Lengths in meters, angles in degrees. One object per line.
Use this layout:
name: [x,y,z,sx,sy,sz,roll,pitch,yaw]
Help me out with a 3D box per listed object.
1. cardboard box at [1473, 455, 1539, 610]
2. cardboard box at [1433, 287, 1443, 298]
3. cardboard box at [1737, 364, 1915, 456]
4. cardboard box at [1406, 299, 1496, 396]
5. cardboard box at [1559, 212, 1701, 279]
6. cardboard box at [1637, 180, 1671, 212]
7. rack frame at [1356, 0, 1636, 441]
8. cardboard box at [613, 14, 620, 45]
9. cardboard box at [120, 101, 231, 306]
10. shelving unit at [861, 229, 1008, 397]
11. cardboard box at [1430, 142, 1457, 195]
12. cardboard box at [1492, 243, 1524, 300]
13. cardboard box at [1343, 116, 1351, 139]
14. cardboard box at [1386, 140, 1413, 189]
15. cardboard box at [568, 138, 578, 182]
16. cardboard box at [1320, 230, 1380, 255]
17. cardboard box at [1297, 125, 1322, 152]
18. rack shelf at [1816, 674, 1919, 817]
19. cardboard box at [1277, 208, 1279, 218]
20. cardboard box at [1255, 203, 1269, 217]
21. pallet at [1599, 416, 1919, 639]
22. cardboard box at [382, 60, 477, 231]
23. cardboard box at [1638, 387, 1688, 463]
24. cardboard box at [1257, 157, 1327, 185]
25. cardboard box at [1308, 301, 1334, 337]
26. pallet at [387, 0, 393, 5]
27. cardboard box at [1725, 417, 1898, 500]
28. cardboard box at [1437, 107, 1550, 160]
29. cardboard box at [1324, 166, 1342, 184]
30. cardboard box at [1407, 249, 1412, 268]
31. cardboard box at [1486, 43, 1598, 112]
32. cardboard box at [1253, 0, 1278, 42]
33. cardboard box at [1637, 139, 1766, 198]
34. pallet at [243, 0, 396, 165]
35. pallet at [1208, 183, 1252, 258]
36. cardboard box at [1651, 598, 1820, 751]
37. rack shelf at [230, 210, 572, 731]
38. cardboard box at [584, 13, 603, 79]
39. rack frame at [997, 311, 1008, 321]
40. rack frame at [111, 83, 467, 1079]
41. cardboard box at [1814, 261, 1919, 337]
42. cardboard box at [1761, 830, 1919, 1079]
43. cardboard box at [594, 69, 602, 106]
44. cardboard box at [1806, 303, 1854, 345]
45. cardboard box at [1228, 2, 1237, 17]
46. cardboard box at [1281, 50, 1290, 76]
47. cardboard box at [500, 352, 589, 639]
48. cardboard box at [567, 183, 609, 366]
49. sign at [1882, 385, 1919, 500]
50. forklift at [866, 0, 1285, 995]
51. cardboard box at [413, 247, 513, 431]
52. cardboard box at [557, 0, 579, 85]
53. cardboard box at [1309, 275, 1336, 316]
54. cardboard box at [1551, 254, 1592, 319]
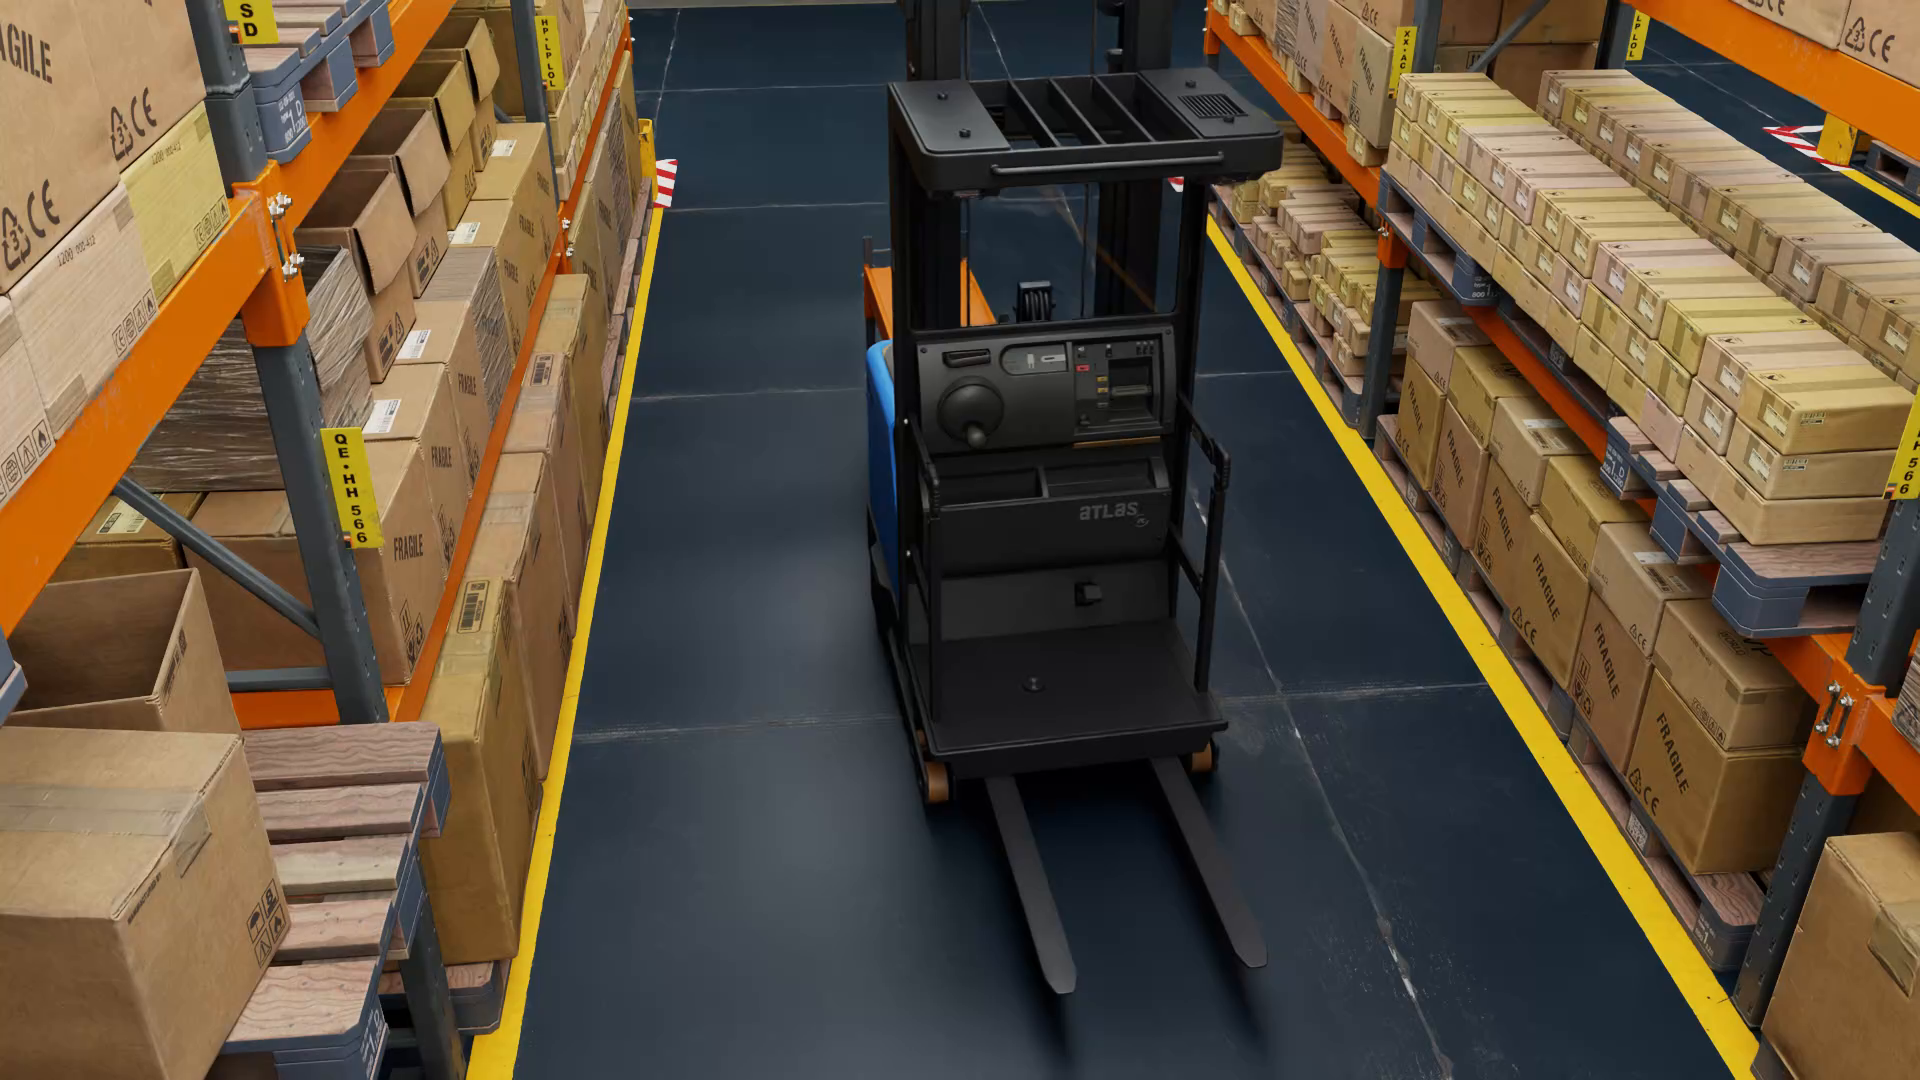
cardboard box: [2.499,-0.036,6.913,0.500,0.500,0.500,-2,31,-4]
cardboard box: [2.752,-1.265,9.023,0.380,0.149,0.250,-3,31,-4]
cardboard box: [2.452,-0.370,4.699,0.380,0.149,0.250,-4,31,-7]
cardboard box: [2.386,-0.895,7.620,0.500,0.250,0.500,-4,31,-7]
cardboard box: [2.333,-1.030,5.804,0.380,0.149,0.250,-1,31,-2]
cardboard box: [2.913,-1.329,6.595,0.380,0.149,0.250,-4,31,-7]
rack frame: [2.580,-1.856,7.932,1.000,3.000,0.127,-3,31,-5]
cardboard box: [-2.331,-3.177,10.388,0.380,0.149,0.250,-3,31,-4]
cardboard box: [-1.705,-0.620,3.084,0.500,0.250,0.500,-3,31,-4]
shelving unit: [-0.129,-0.740,7.893,0.538,1.125,1.048,-5,31,-9]
cardboard box: [2.210,-1.569,6.997,0.380,0.149,0.250,-2,31,-3]
cardboard box: [2.287,-1.039,6.399,0.380,0.149,0.250,-3,31,-5]
cardboard box: [2.223,-2.148,8.666,0.380,0.149,0.250,-2,31,-3]
cardboard box: [2.159,-1.705,7.515,0.380,0.149,0.250,-4,31,-7]
cardboard box: [-2.088,-1.863,8.189,0.380,0.149,0.250,-4,31,-6]
cardboard box: [2.248,-1.628,9.341,0.380,0.149,0.250,-2,31,-3]
cardboard box: [2.475,-2.721,11.170,0.380,0.149,0.250,-2,31,-4]
rack shelf: [3.141,1.516,2.988,1.077,0.370,4.000,-3,31,-5]
cardboard box: [2.182,-2.035,10.313,0.380,0.149,0.250,-1,31,-2]
cardboard box: [2.106,-2.054,10.634,0.380,0.149,0.250,-3,31,-4]
pallet: [2.782,-0.090,5.162,1.213,0.211,1.003,-3,31,-5]
cardboard box: [-2.247,-1.467,6.205,0.797,0.503,0.637,-2,31,-4]
cardboard box: [2.405,-0.374,5.286,0.380,0.149,0.250,-2,31,-4]
cardboard box: [2.081,-2.292,10.452,0.380,0.149,0.250,-2,31,-3]
cardboard box: [2.175,-1.265,9.312,0.380,0.149,0.250,-4,31,-6]
pallet: [-2.214,-1.731,4.982,1.003,0.211,1.213,-1,31,-2]
cardboard box: [2.455,-0.244,4.779,0.380,0.149,0.250,-2,31,-4]
cardboard box: [2.213,-1.687,6.905,0.380,0.149,0.250,-2,31,-4]
cardboard box: [2.513,-2.319,10.788,0.380,0.149,0.250,-3,31,-5]
cardboard box: [2.668,-1.656,9.387,0.380,0.149,0.250,-4,31,-6]
cardboard box: [2.785,-2.291,8.273,0.500,0.500,0.500,-3,31,-5]
cardboard box: [2.082,-3.303,9.968,0.500,0.500,0.500,-2,31,-4]
cardboard box: [2.905,-1.459,6.523,0.380,0.149,0.250,-4,31,-6]
pallet: [-2.106,-1.160,4.027,1.213,0.211,1.003,-1,31,-2]
pallet: [2.255,-2.246,11.304,1.003,0.211,1.213,-3,31,-5]
cardboard box: [2.629,0.421,5.417,0.500,0.250,0.500,-3,31,-6]
rack shelf: [-2.180,-0.340,6.095,1.077,0.370,4.000,-3,31,-5]
cardboard box: [-2.284,-2.756,9.295,0.500,0.250,0.500,-3,31,-4]
rack frame: [-0.039,-0.484,7.463,0.500,1.125,0.032,-5,31,-9]
rack frame: [-1.993,0.372,4.201,1.000,3.000,0.127,-3,31,-5]
cardboard box: [3.033,-0.784,5.393,0.380,0.149,0.250,-4,31,-7]
cardboard box: [2.922,1.287,4.454,1.050,0.750,0.750,-3,31,-5]
cardboard box: [-2.211,-2.525,9.296,0.380,0.149,0.250,-4,31,-6]
cardboard box: [3.029,-0.673,5.498,0.380,0.149,0.250,-3,31,-4]
cardboard box: [1.976,-3.481,10.898,0.380,0.149,0.250,-2,31,-3]
cardboard box: [2.107,-2.815,9.783,0.380,0.149,0.250,-2,31,-3]
cardboard box: [-2.203,-0.156,6.748,1.225,0.875,0.875,-4,31,-6]
cardboard box: [-2.349,-1.279,8.628,0.875,0.875,0.875,-3,31,-5]
sign: [2.415,-0.246,4.185,0.100,0.325,0.005,-3,31,-5]
forklift: [0.352,-0.490,5.712,1.130,2.935,3.031,-5,31,-9]
cardboard box: [-1.915,-0.712,5.919,0.500,0.500,0.500,-3,31,-4]
cardboard box: [-2.196,-2.564,8.242,0.500,0.500,0.500,-3,31,-5]
cardboard box: [2.154,-1.359,9.181,0.380,0.149,0.250,-4,31,-6]
cardboard box: [2.332,-0.903,5.881,0.380,0.149,0.250,-2,31,-3]
